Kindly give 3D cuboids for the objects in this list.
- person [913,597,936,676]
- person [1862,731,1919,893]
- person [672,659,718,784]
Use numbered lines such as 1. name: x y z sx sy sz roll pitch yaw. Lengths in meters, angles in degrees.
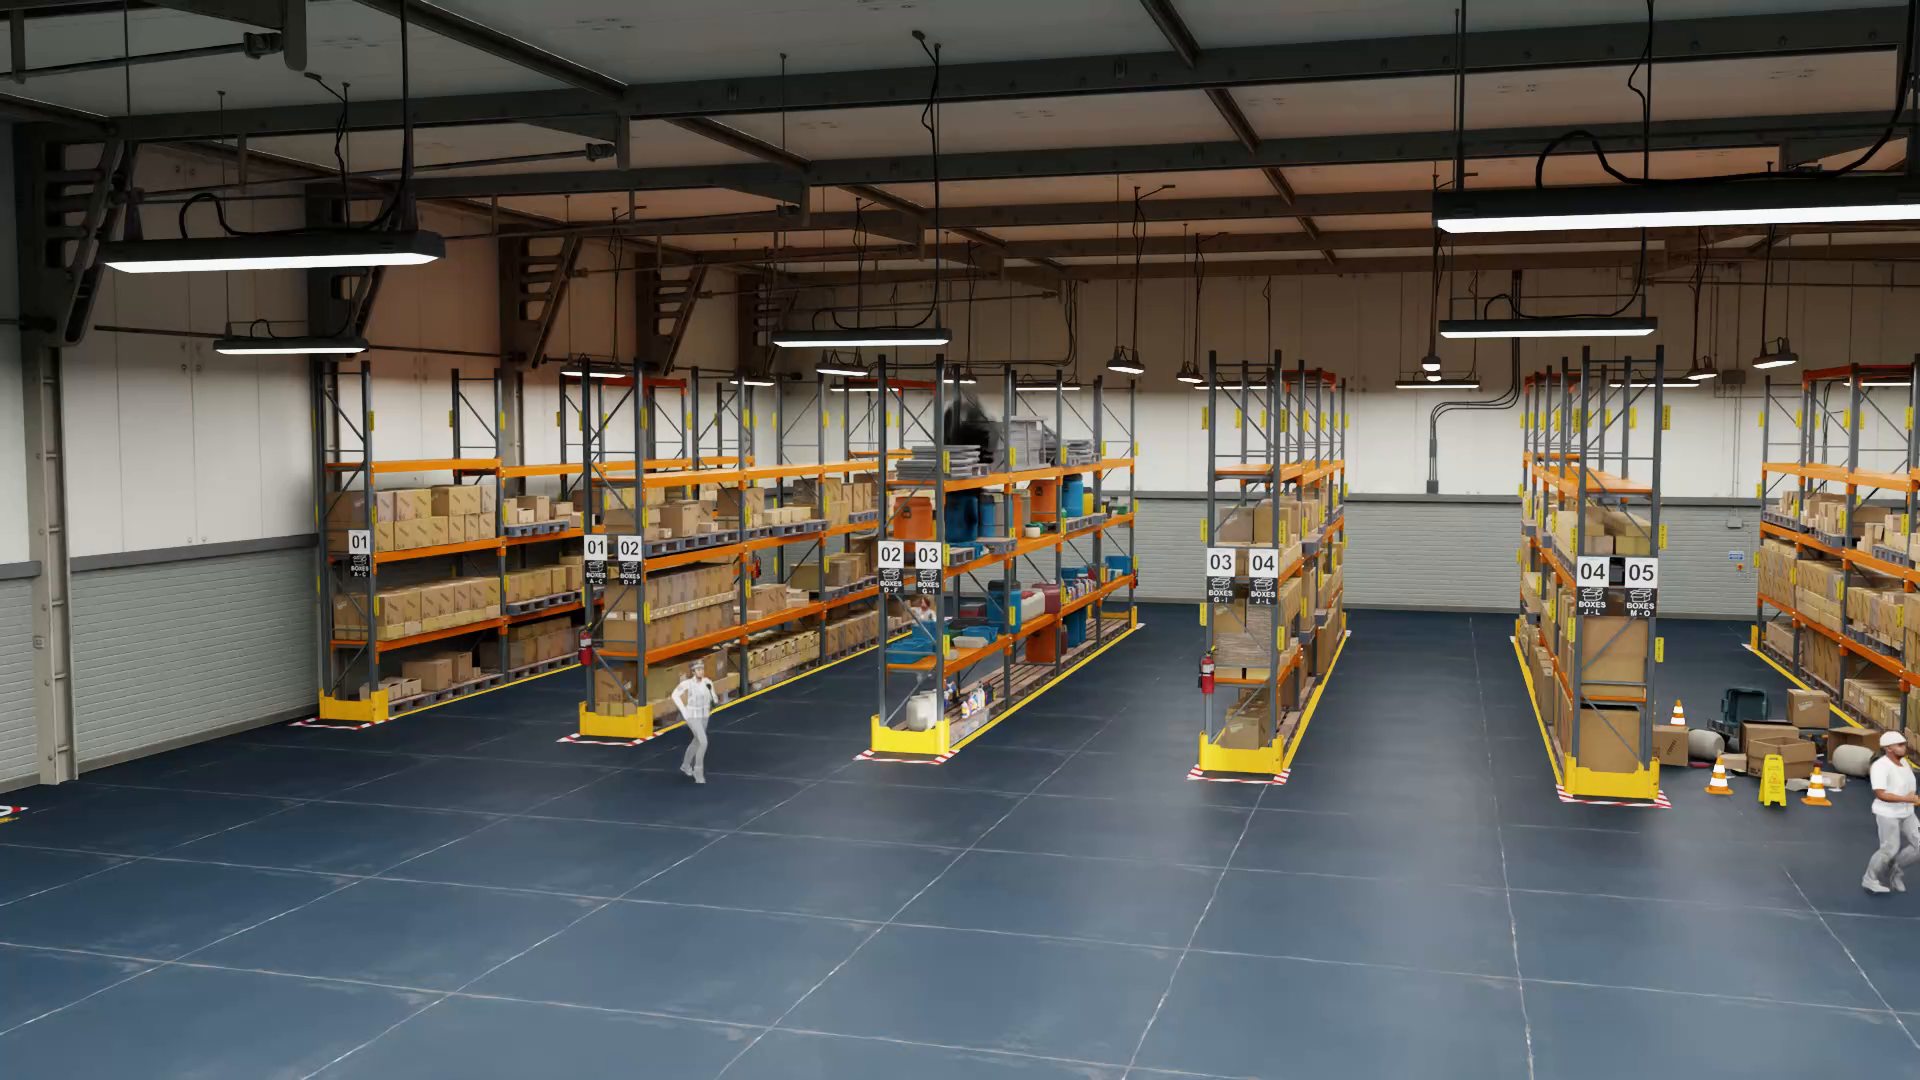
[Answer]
1. person: -0.714 1.873 31.956 0.467 1.565 0.805 1 4 9
2. person: 9.852 2.879 17.448 0.694 1.743 0.667 -2 5 -27
3. person: -3.634 2.520 23.175 0.711 1.757 0.578 4 6 44
